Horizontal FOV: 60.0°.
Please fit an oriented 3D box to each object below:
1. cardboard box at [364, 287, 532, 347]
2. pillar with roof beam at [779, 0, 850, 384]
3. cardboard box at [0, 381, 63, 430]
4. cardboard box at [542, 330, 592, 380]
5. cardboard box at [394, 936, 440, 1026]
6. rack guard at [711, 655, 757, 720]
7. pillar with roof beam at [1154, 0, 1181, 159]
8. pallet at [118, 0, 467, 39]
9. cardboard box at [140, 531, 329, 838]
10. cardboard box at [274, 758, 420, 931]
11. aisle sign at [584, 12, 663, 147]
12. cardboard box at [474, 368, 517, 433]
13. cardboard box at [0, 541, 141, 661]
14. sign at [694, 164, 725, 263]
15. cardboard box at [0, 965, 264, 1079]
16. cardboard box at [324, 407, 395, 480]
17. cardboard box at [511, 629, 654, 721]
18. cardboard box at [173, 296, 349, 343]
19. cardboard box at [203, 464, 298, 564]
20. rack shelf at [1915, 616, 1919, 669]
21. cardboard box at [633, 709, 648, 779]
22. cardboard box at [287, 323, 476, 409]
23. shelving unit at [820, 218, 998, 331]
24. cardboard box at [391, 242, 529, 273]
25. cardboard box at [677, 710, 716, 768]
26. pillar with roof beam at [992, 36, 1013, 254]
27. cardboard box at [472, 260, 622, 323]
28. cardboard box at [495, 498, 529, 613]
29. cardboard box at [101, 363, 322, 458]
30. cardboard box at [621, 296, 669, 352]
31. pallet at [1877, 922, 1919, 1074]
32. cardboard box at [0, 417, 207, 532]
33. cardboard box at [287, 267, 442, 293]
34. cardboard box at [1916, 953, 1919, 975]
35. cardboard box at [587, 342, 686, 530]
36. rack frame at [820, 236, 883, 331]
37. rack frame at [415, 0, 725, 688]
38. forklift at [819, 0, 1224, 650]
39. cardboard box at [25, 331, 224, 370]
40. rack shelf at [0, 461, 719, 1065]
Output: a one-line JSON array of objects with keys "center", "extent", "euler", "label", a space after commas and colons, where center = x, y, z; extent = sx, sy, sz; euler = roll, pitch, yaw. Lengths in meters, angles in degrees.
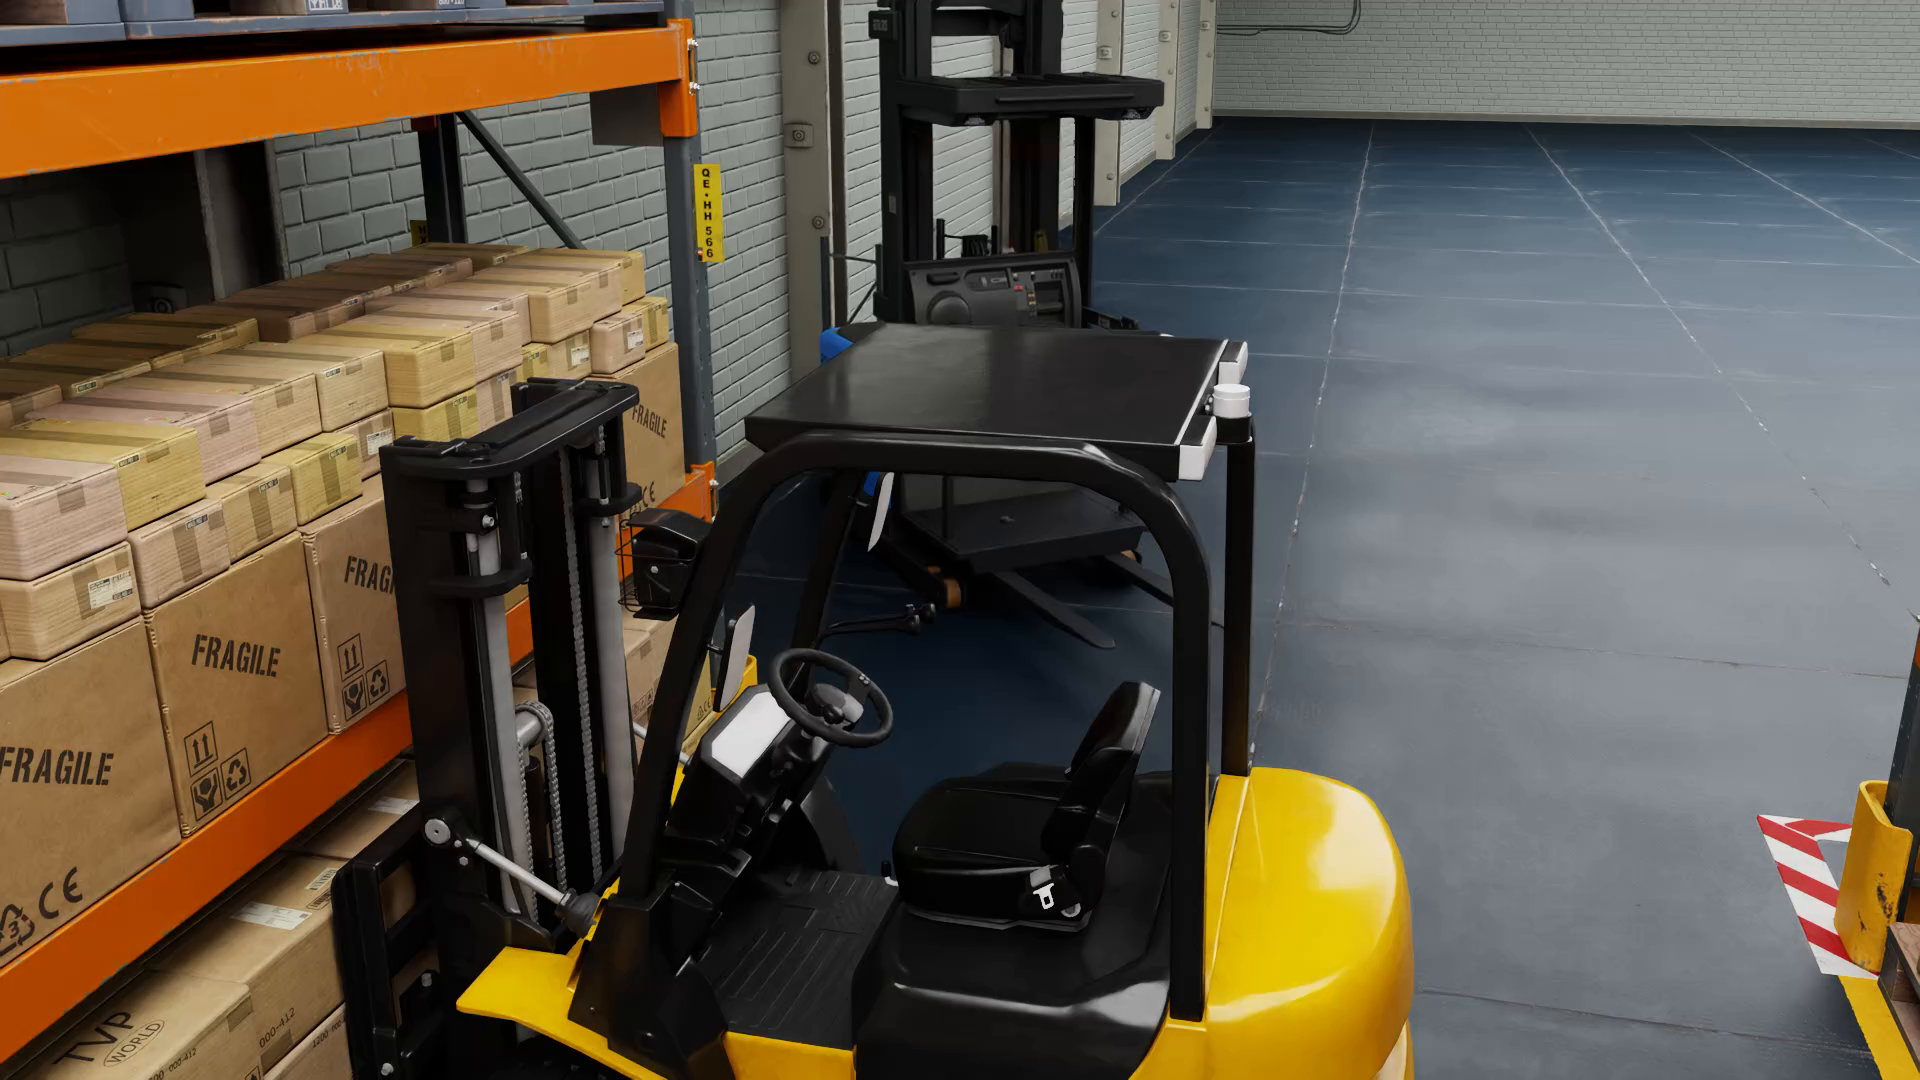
[{"center": [-1.457, -0.619, 4.742], "extent": [0.380, 0.149, 0.250], "euler": [5, 19, 14], "label": "cardboard box"}, {"center": [3.223, -4.722, 9.089], "extent": [9.100, 9.000, 0.400], "euler": [5, 19, 13], "label": "pillar with roof beam"}, {"center": [-2.221, -0.253, 3.670], "extent": [0.380, 0.149, 0.250], "euler": [4, 19, 13], "label": "cardboard box"}, {"center": [-1.342, -0.554, 5.010], "extent": [0.380, 0.149, 0.250], "euler": [5, 19, 14], "label": "cardboard box"}, {"center": [-1.553, 1.030, 4.361], "extent": [0.500, 0.250, 0.500], "euler": [5, 19, 13], "label": "cardboard box"}, {"center": [-1.367, 0.686, 6.405], "extent": [1.175, 0.500, 0.348], "euler": [5, 19, 13], "label": "rack guard"}, {"center": [7.621, -10.364, 25.607], "extent": [9.100, 9.000, 0.400], "euler": [5, 19, 13], "label": "pillar with roof beam"}, {"center": [-1.867, -1.264, 3.743], "extent": [1.003, 0.211, 1.213], "euler": [5, 19, 13], "label": "pallet"}, {"center": [-1.755, 0.275, 3.586], "extent": [0.500, 0.500, 0.500], "euler": [4, 19, 13], "label": "cardboard box"}, {"center": [-1.547, 0.787, 4.301], "extent": [0.500, 0.250, 0.500], "euler": [4, 19, 12], "label": "cardboard box"}, {"center": [-1.072, -1.717, 5.551], "extent": [0.394, 0.787, 0.004], "euler": [5, 19, 13], "label": "aisle sign"}, {"center": [-1.433, -0.390, 4.529], "extent": [0.380, 0.149, 0.250], "euler": [4, 19, 12], "label": "cardboard box"}, {"center": [-1.787, 0.094, 3.112], "extent": [0.380, 0.149, 0.250], "euler": [5, 20, 15], "label": "cardboard box"}, {"center": [-0.850, -1.102, 5.616], "extent": [0.100, 0.325, 0.005], "euler": [5, 19, 13], "label": "sign"}, {"center": [-1.793, 1.107, 3.362], "extent": [0.500, 0.250, 0.500], "euler": [5, 19, 13], "label": "cardboard box"}, {"center": [-1.624, -0.238, 4.084], "extent": [0.380, 0.149, 0.250], "euler": [5, 19, 13], "label": "cardboard box"}, {"center": [-1.302, 0.470, 5.230], "extent": [0.500, 0.250, 0.500], "euler": [5, 19, 14], "label": "cardboard box"}, {"center": [-1.925, -0.572, 4.602], "extent": [0.380, 0.149, 0.250], "euler": [5, 20, 15], "label": "cardboard box"}, {"center": [-1.677, -0.068, 3.587], "extent": [0.380, 0.149, 0.250], "euler": [4, 19, 12], "label": "cardboard box"}, {"center": [2.953, 0.869, 3.116], "extent": [1.077, 0.370, 4.000], "euler": [5, 19, 13], "label": "rack shelf"}, {"center": [-1.322, 0.710, 5.298], "extent": [0.500, 0.250, 0.500], "euler": [4, 19, 13], "label": "cardboard box"}, {"center": [-1.471, -0.447, 4.238], "extent": [0.380, 0.149, 0.250], "euler": [5, 19, 14], "label": "cardboard box"}, {"center": [-0.295, -1.147, 10.224], "extent": [0.587, 1.500, 1.083], "euler": [16, 25, 39], "label": "shelving unit"}, {"center": [-1.662, -0.896, 5.551], "extent": [0.380, 0.149, 0.250], "euler": [4, 19, 12], "label": "cardboard box"}, {"center": [-1.181, 0.785, 5.852], "extent": [0.500, 0.250, 0.500], "euler": [5, 19, 14], "label": "cardboard box"}, {"center": [4.689, -6.602, 14.595], "extent": [9.100, 9.000, 0.400], "euler": [5, 19, 13], "label": "pillar with roof beam"}, {"center": [-1.286, -0.776, 5.199], "extent": [0.380, 0.149, 0.250], "euler": [5, 19, 13], "label": "cardboard box"}, {"center": [-1.499, -0.039, 4.507], "extent": [0.500, 0.500, 0.500], "euler": [4, 19, 12], "label": "cardboard box"}, {"center": [-1.703, -0.297, 3.797], "extent": [0.380, 0.149, 0.250], "euler": [5, 19, 14], "label": "cardboard box"}, {"center": [-1.186, -0.713, 5.475], "extent": [0.380, 0.149, 0.250], "euler": [5, 19, 14], "label": "cardboard box"}, {"center": [3.190, 1.497, 4.479], "extent": [1.003, 0.211, 1.213], "euler": [5, 19, 13], "label": "pallet"}, {"center": [-1.755, -0.133, 3.317], "extent": [0.380, 0.149, 0.250], "euler": [4, 19, 13], "label": "cardboard box"}, {"center": [-1.810, -0.733, 5.073], "extent": [0.380, 0.149, 0.250], "euler": [5, 19, 14], "label": "cardboard box"}, {"center": [2.976, 1.235, 4.535], "extent": [0.500, 0.250, 0.500], "euler": [4, 19, 13], "label": "cardboard box"}, {"center": [-1.239, -0.362, 5.451], "extent": [0.500, 0.500, 0.500], "euler": [4, 19, 12], "label": "cardboard box"}, {"center": [-0.626, -1.026, 9.871], "extent": [0.500, 1.500, 0.032], "euler": [16, 25, 39], "label": "rack frame"}, {"center": [-1.373, -0.489, 5.979], "extent": [1.000, 3.000, 0.127], "euler": [5, 19, 13], "label": "rack frame"}, {"center": [0.275, -1.198, 8.159], "extent": [1.130, 2.935, 3.031], "euler": [-9, 21, -24], "label": "forklift"}, {"center": [-2.068, -0.413, 4.139], "extent": [0.380, 0.149, 0.250], "euler": [5, 19, 14], "label": "cardboard box"}, {"center": [-1.862, 0.478, 4.260], "extent": [1.077, 0.370, 4.000], "euler": [5, 19, 13], "label": "rack shelf"}]
